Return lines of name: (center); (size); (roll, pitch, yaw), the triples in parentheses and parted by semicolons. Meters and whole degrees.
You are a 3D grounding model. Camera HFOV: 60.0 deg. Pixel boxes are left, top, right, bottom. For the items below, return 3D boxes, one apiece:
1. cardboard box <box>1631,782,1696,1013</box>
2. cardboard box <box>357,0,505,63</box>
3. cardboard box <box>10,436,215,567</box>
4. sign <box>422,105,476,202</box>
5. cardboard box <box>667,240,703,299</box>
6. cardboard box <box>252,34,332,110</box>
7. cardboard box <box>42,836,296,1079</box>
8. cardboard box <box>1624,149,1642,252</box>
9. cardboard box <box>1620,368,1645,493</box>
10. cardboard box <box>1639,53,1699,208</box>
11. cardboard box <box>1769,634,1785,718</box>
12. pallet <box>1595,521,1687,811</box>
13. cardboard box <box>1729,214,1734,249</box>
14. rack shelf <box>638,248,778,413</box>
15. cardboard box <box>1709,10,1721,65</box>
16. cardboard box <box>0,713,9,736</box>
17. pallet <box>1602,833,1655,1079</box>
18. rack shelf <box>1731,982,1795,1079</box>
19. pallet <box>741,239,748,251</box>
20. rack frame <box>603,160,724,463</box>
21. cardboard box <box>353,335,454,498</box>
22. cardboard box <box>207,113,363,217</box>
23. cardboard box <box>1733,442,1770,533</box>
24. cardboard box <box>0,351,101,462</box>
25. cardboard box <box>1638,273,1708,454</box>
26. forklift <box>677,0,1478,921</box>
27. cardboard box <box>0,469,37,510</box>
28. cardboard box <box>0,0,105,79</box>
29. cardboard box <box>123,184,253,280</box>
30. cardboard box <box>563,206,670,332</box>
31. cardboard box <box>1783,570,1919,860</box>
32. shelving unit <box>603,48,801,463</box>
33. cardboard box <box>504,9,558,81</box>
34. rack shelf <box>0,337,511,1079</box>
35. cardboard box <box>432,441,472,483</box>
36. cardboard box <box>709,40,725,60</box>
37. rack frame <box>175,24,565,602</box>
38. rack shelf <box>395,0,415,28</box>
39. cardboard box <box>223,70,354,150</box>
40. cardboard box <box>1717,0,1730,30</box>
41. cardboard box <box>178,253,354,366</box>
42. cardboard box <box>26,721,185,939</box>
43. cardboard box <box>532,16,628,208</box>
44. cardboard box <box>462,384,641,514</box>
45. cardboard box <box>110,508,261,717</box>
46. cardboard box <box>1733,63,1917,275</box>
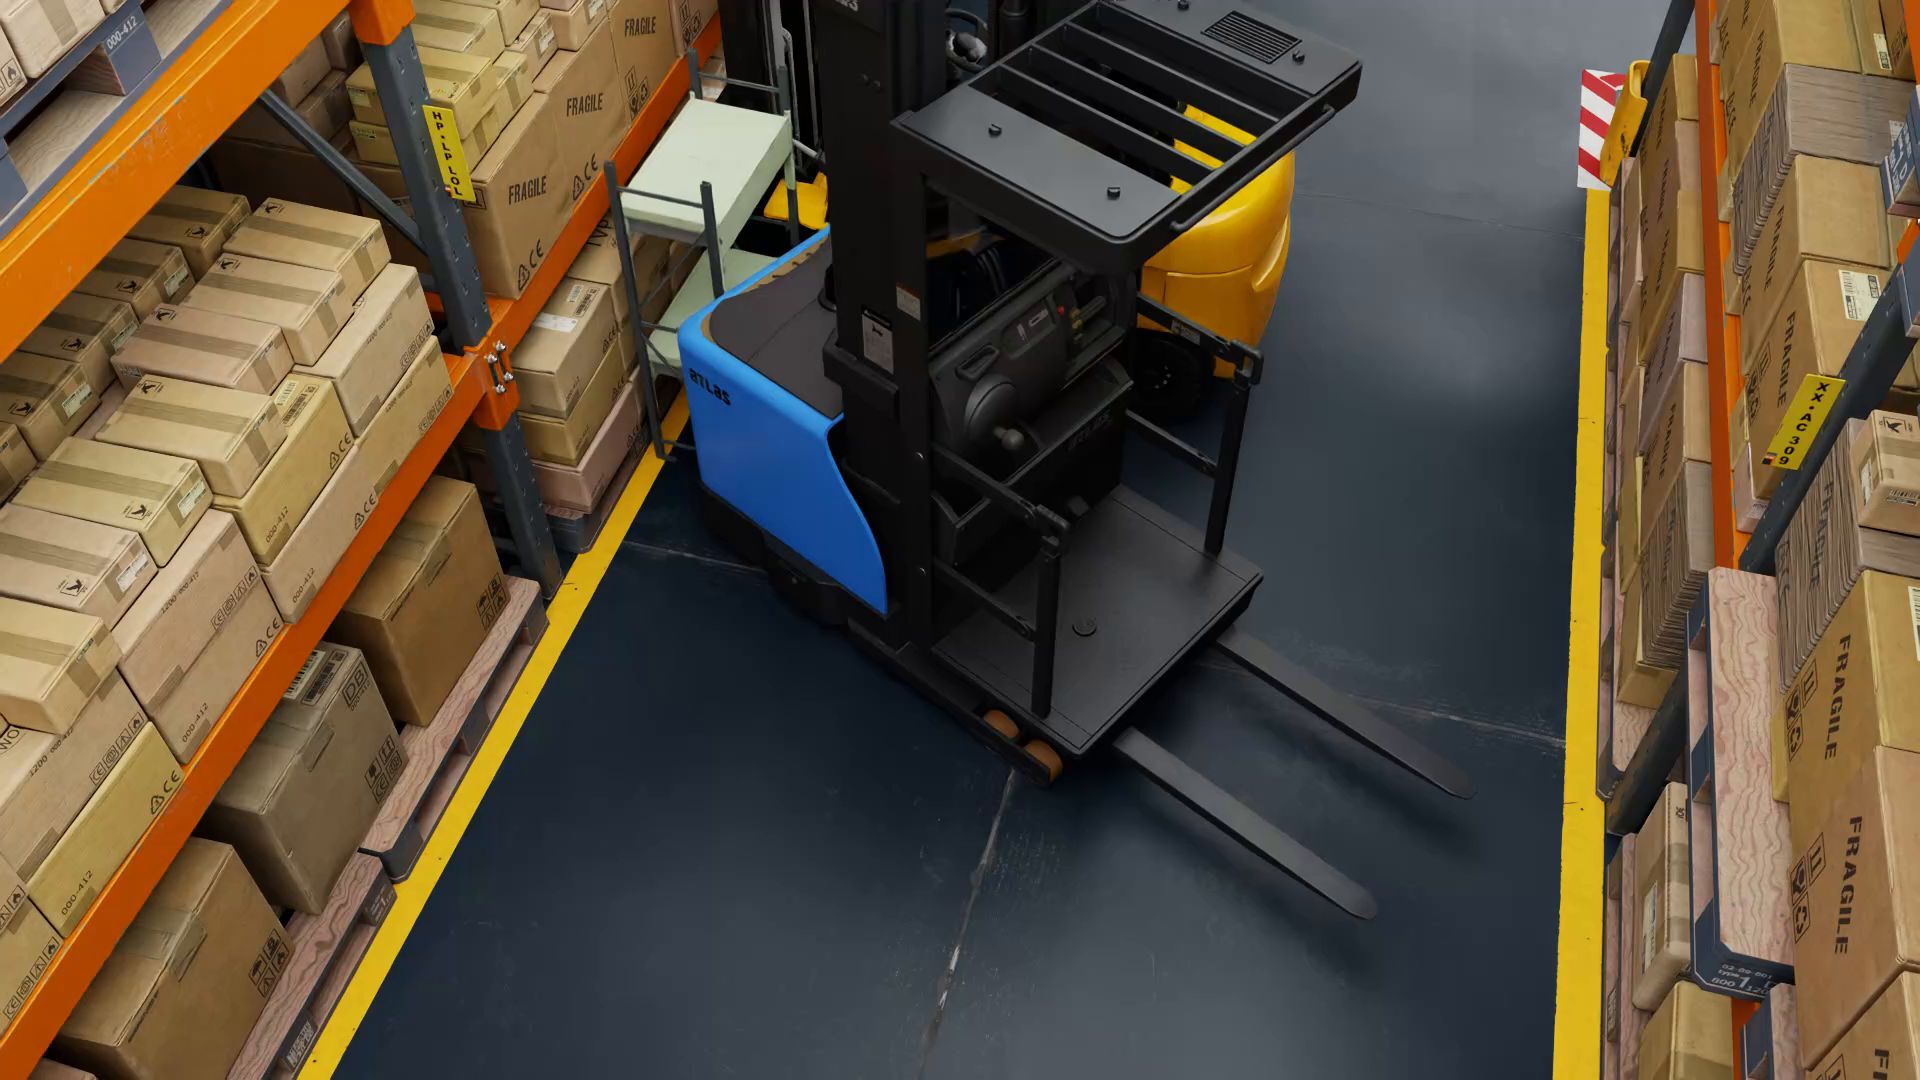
cardboard box: (2.601, 1.193, 5.088); (0.950, 0.372, 0.625); (12, 50, 11)
cardboard box: (-1.718, -1.623, 5.403); (0.380, 0.149, 0.250); (12, 50, 11)
cardboard box: (-2.165, -0.101, 4.258); (0.380, 0.149, 0.250); (10, 49, 9)
sign: (-1.527, -1.151, 4.965); (0.100, 0.325, 0.005); (12, 50, 10)
cardboard box: (-1.353, -1.304, 7.040); (0.500, 0.250, 0.500); (11, 50, 10)
cardboard box: (-2.260, -1.531, 5.322); (0.380, 0.149, 0.250); (12, 50, 10)
cardboard box: (-2.587, 1.236, 4.881); (0.875, 0.625, 0.625); (10, 49, 8)
cardboard box: (3.311, -1.511, 7.556); (0.500, 0.250, 0.500); (11, 50, 10)
cardboard box: (2.902, -0.382, 6.559); (0.500, 0.250, 0.500); (12, 50, 11)
cardboard box: (3.305, -1.742, 7.259); (0.500, 0.500, 0.500); (10, 49, 9)
cardboard box: (2.287, 0.364, 4.235); (0.380, 0.149, 0.250); (12, 50, 11)
pallet: (2.880, 0.512, 6.076); (1.003, 0.211, 1.213); (12, 50, 10)
cardboard box: (2.888, -1.042, 5.755); (0.380, 0.149, 0.250); (11, 49, 9)
rack shelf: (-0.963, -0.845, 6.838); (0.431, 0.370, 0.720); (14, 51, 11)
cardboard box: (3.189, -1.987, 6.590); (0.380, 0.149, 0.250); (12, 50, 11)
cardboard box: (-2.433, 0.436, 3.784); (0.380, 0.149, 0.250); (12, 50, 10)
pallet: (2.534, 1.568, 5.144); (1.003, 0.211, 1.213); (12, 50, 10)
rack shelf: (2.211, 1.767, 3.589); (1.077, 0.370, 4.000); (12, 50, 10)
pallet: (-1.484, -1.424, 7.785); (1.003, 0.211, 1.213); (12, 50, 10)
rack frame: (-1.067, -0.791, 6.362); (0.400, 1.500, 0.023); (14, 51, 11)
cardboard box: (-1.933, -0.429, 5.147); (0.500, 0.250, 0.500); (13, 50, 11)
cardboard box: (-2.195, -1.306, 5.754); (0.500, 0.500, 0.500); (11, 50, 10)
cardboard box: (2.528, -0.127, 4.948); (0.380, 0.149, 0.250); (11, 50, 10)
cardboard box: (-2.587, -0.377, 4.502); (0.380, 0.149, 0.250); (11, 50, 10)
cardboard box: (2.899, -0.613, 6.263); (0.500, 0.500, 0.500); (14, 50, 12)
forklift: (0.406, -0.551, 5.200); (3.031, 2.935, 1.130); (34, 57, 26)
cardboard box: (-2.721, 0.037, 4.402); (0.500, 0.250, 0.500); (10, 49, 9)
cardboard box: (-2.049, -1.121, 3.477); (0.380, 0.149, 0.250); (11, 50, 10)
cardboard box: (-2.352, -0.930, 4.990); (0.380, 0.149, 0.250); (11, 49, 9)
cardboard box: (-1.478, -1.110, 6.535); (0.500, 0.250, 0.500); (12, 50, 10)
cardboard box: (2.206, 0.457, 3.720); (0.500, 0.500, 0.500); (12, 50, 10)
shelving unit: (-0.958, -1.056, 6.590); (0.431, 1.500, 0.755); (14, 51, 11)
cardboard box: (-1.607, -1.703, 5.671); (0.380, 0.149, 0.250); (11, 50, 10)
rack shelf: (-2.579, 0.790, 4.451); (1.077, 0.370, 4.000); (12, 50, 10)
cardboard box: (-2.120, -0.515, 6.676); (0.500, 0.250, 0.500); (12, 50, 10)
cardboard box: (-1.072, -2.216, 7.511); (0.500, 0.250, 0.500); (12, 50, 11)
rack frame: (-2.053, -0.895, 5.458); (1.000, 3.000, 0.127); (12, 50, 10)
rack shelf: (-1.526, -3.096, 5.880); (1.077, 0.370, 4.000); (12, 50, 10)
cardboard box: (-2.216, -1.426, 5.427); (0.380, 0.149, 0.250); (11, 50, 10)
cardboard box: (3.264, -2.279, 6.415); (0.500, 0.500, 0.500); (13, 50, 11)
cardboard box: (-1.979, -0.661, 4.752); (0.380, 0.149, 0.250); (11, 49, 9)
cardboard box: (-2.349, 0.664, 4.182); (0.500, 0.250, 0.500); (13, 50, 11)
cardboard box: (-1.563, -1.577, 5.993); (0.500, 0.500, 0.500); (12, 50, 11)
cardboard box: (-1.606, -0.408, 6.582); (0.500, 0.250, 0.500); (12, 50, 10)
cardboard box: (-2.204, 0.137, 4.314); (0.500, 0.250, 0.500); (12, 50, 11)
cardboard box: (2.875, -1.170, 5.435); (0.500, 0.500, 0.500); (13, 50, 11)
